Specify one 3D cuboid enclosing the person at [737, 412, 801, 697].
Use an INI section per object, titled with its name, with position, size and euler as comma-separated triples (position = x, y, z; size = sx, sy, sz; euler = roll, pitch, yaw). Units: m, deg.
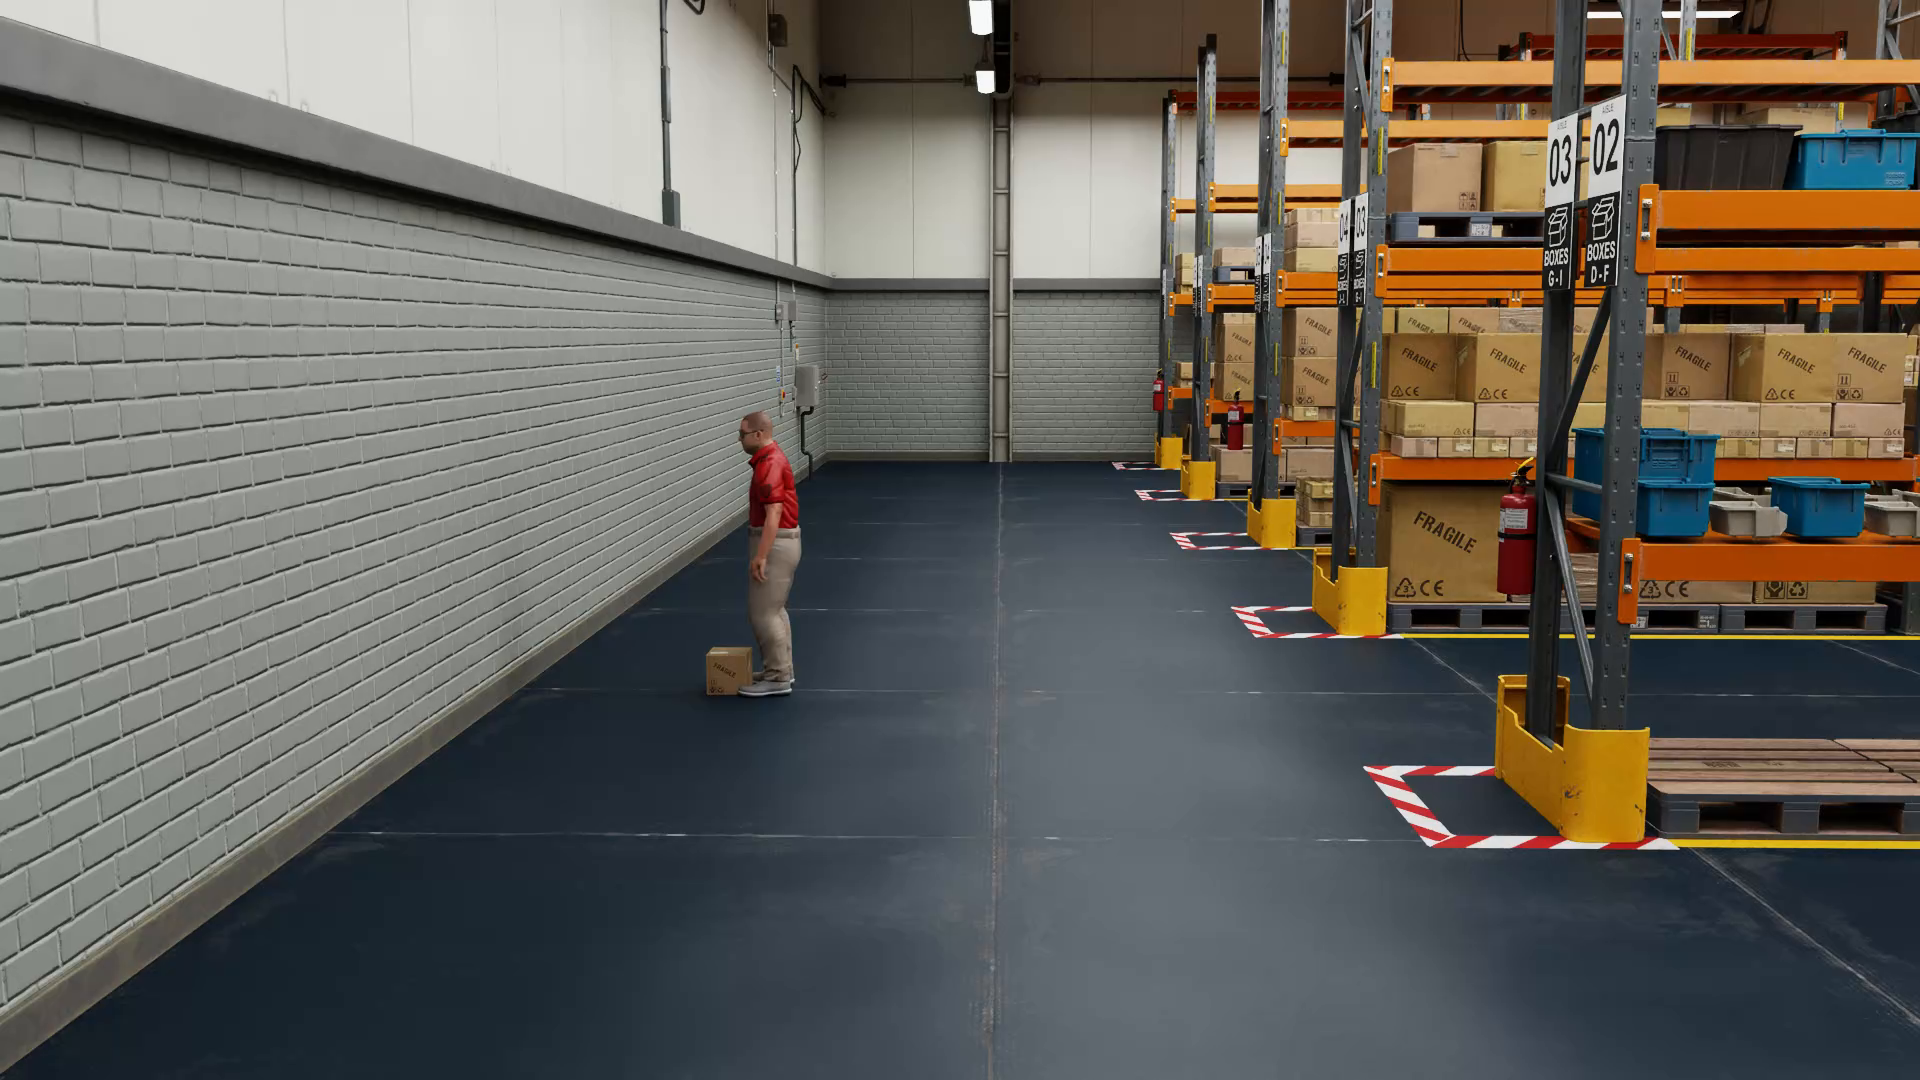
[person]
position = -1.172, 0.078, 10.199
size = 0.385, 1.728, 0.605
euler = 0, 7, -2
